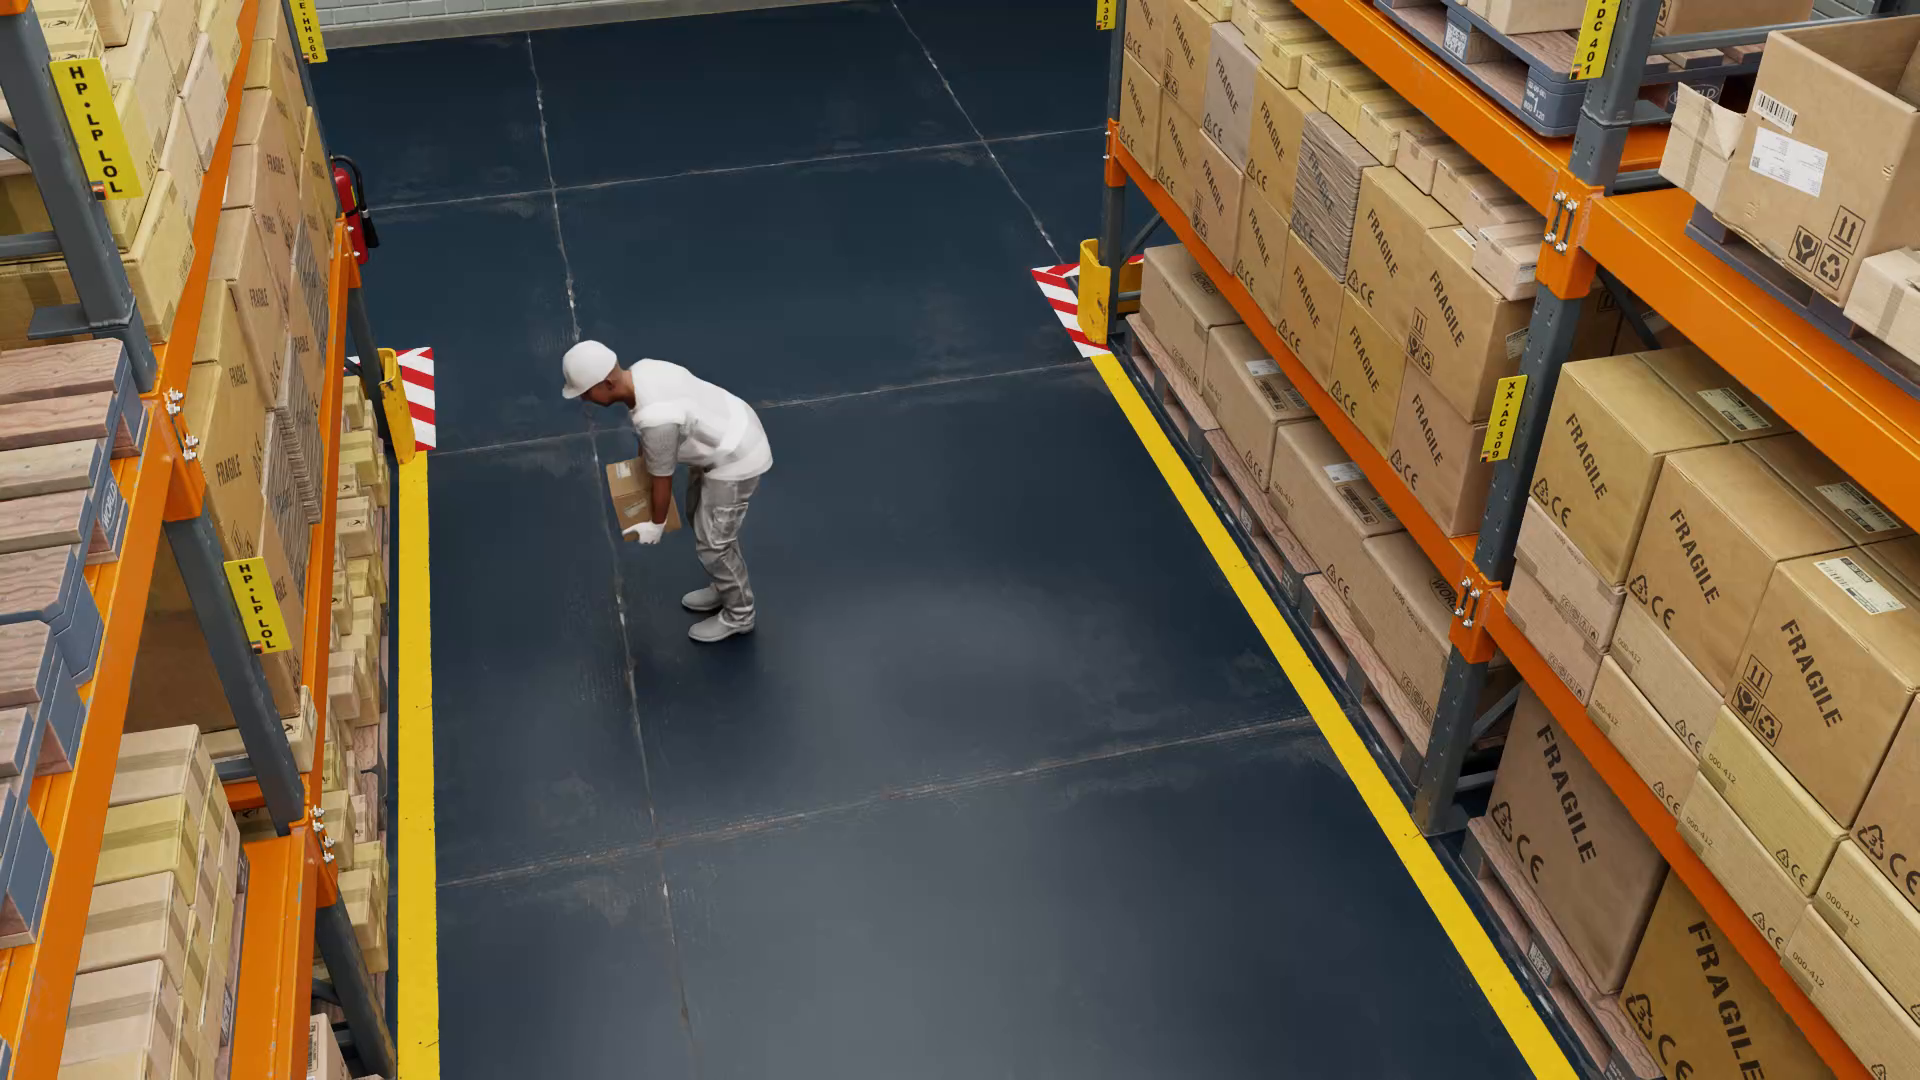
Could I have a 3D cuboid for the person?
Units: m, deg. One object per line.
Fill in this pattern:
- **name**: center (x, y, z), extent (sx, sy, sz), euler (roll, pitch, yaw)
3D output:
- **person**: center (-1.219, -0.228, 7.185), extent (0.823, 1.543, 0.473), euler (-10, 39, -13)
